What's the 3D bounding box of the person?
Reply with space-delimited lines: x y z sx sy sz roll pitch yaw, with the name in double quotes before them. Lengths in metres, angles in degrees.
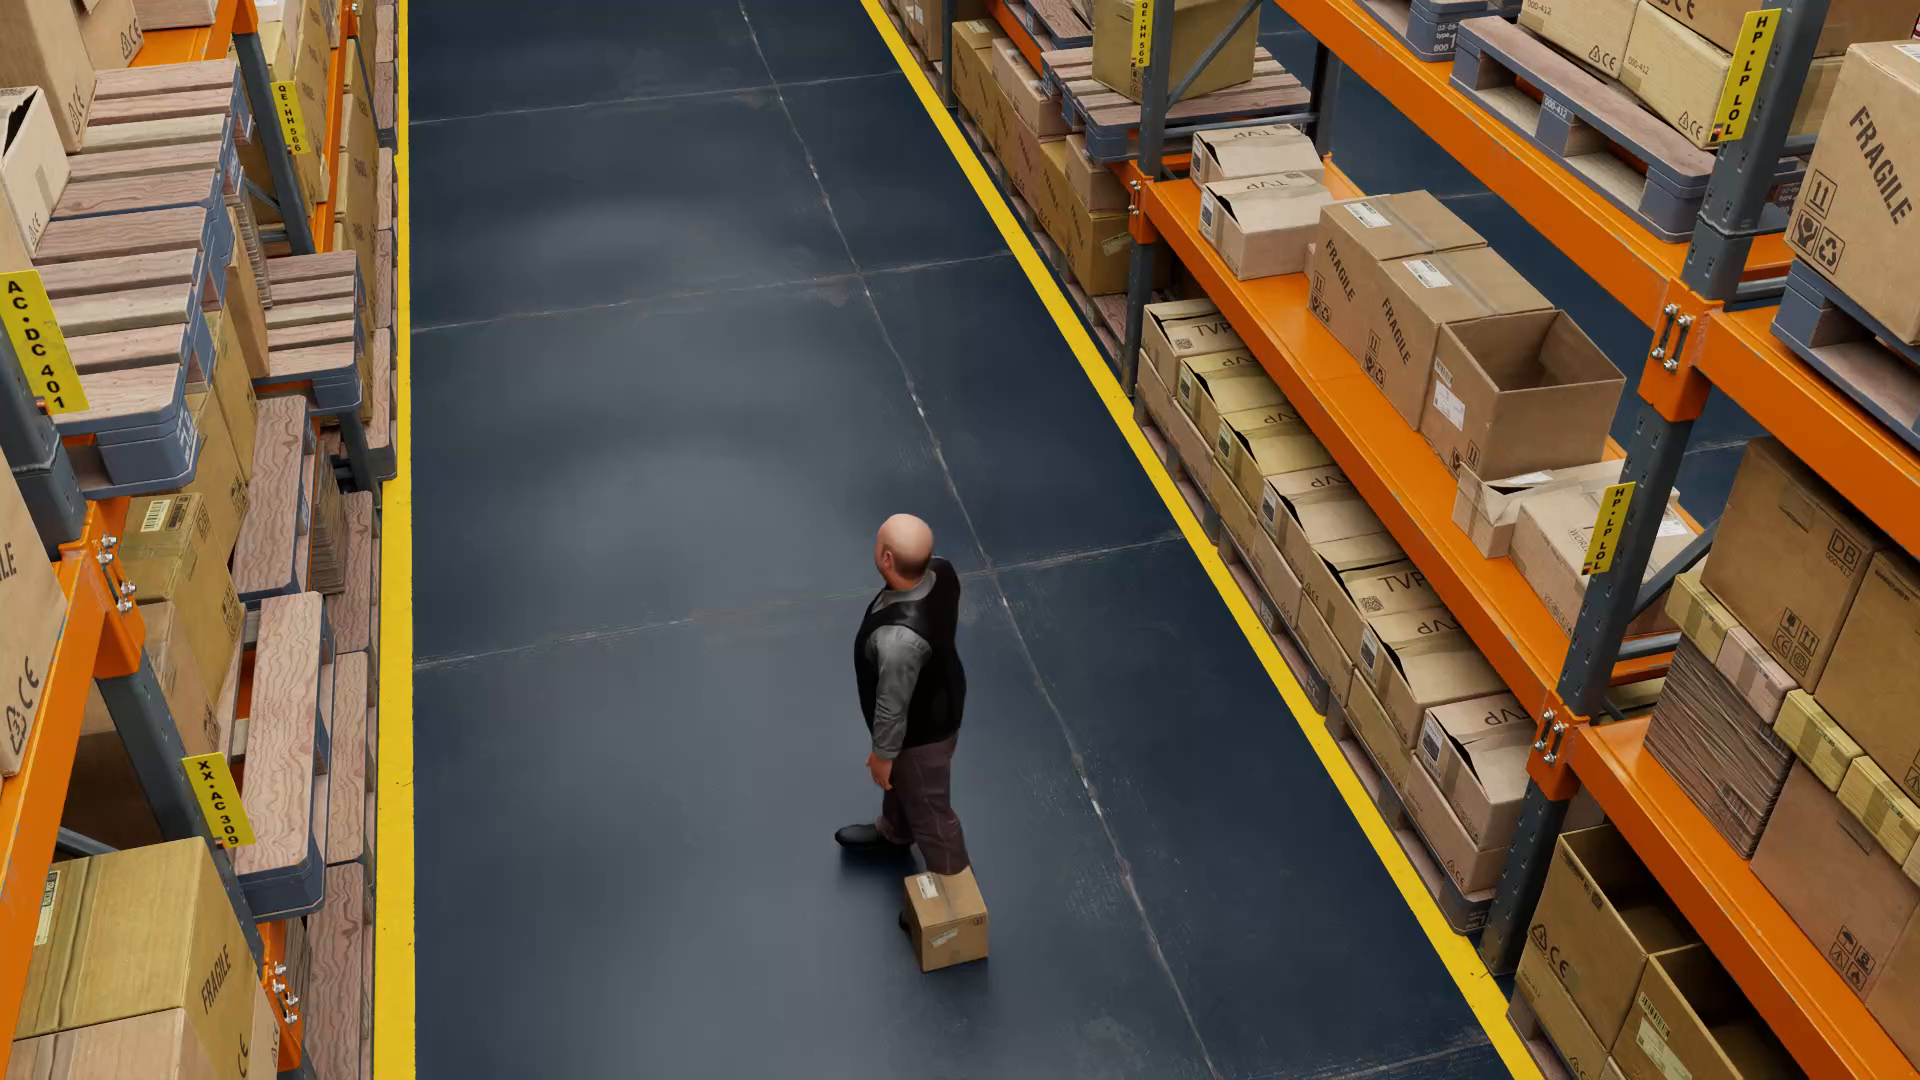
"person" -0.217 0.607 5.917 0.578 1.718 0.625 5 38 6
